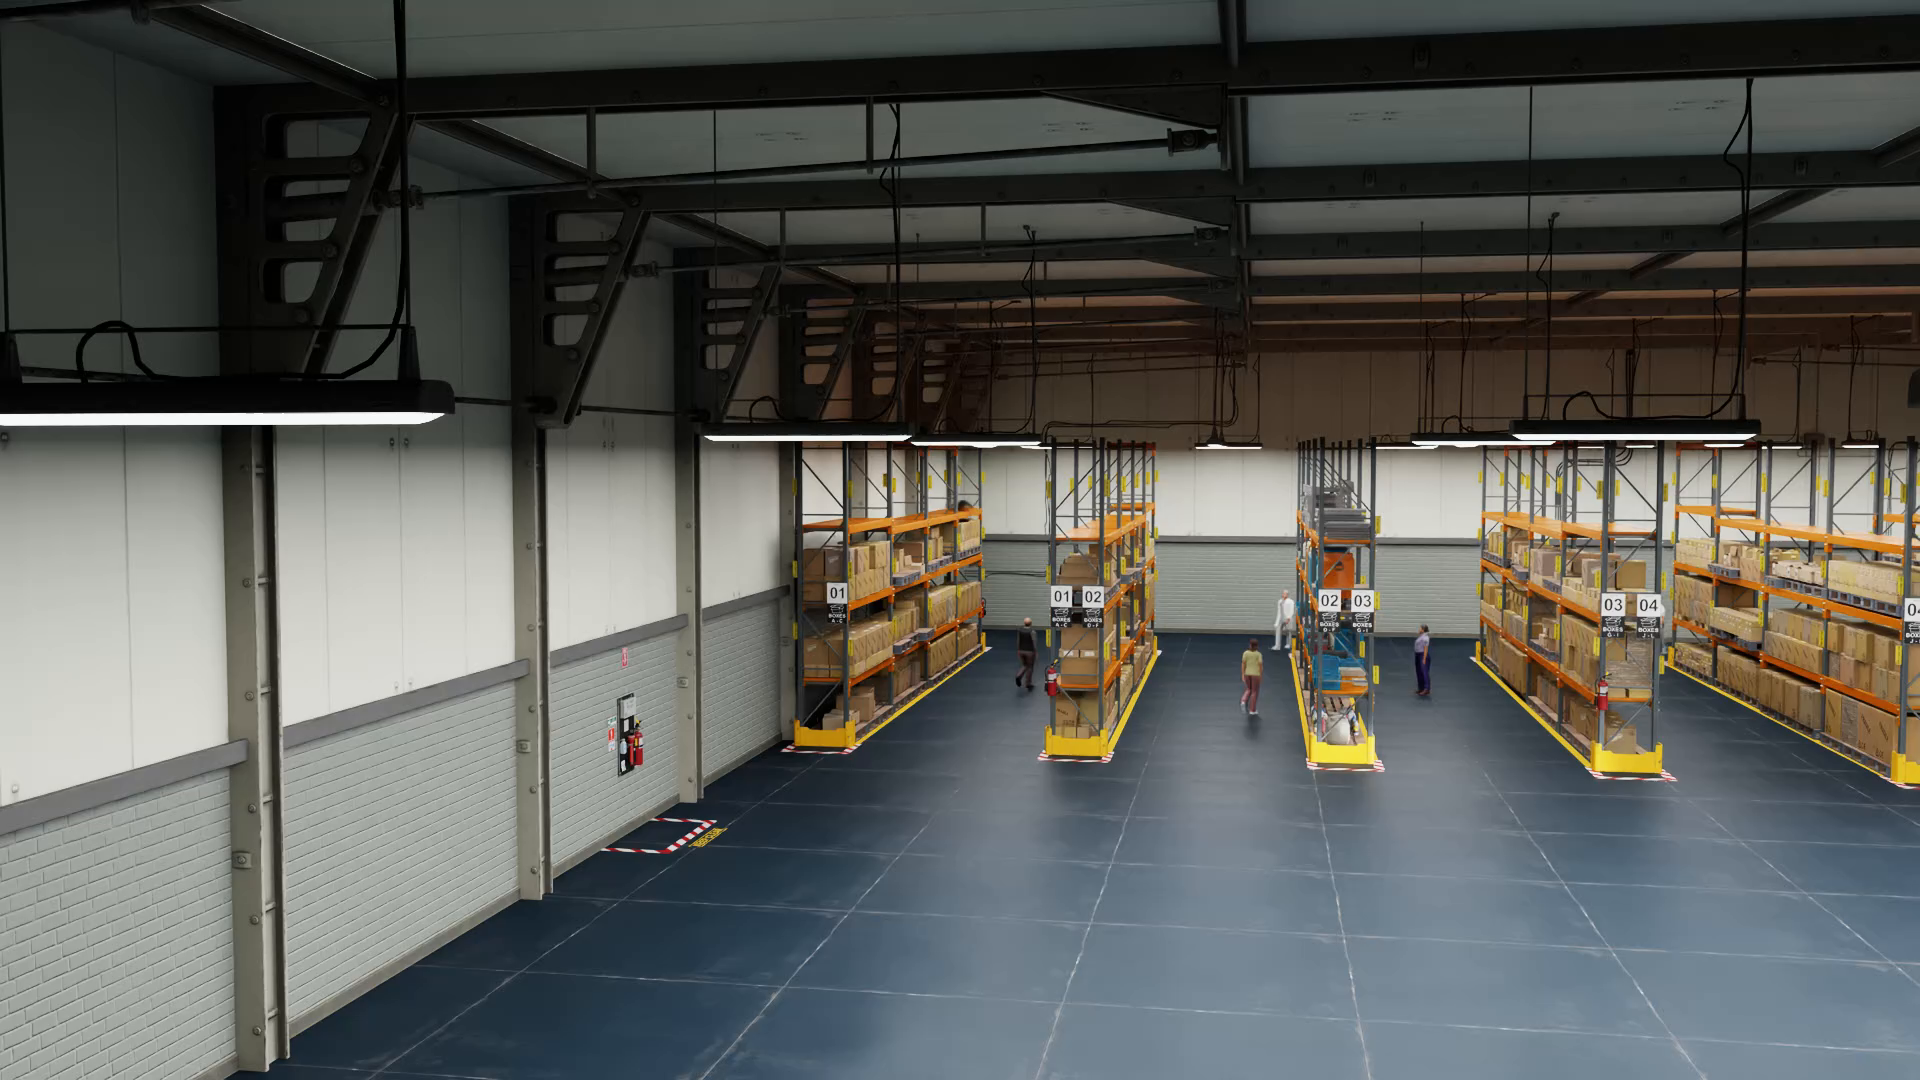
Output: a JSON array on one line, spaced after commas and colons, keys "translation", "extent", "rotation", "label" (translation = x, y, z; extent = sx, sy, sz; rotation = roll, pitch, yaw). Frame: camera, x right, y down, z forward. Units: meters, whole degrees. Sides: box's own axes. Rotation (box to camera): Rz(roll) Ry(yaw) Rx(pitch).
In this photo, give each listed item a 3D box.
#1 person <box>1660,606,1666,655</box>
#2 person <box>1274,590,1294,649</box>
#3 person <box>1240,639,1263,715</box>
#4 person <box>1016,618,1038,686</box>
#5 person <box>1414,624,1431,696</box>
[{"translation": [19.389, 2.413, 46.330], "extent": [0.505, 1.722, 1.039], "rotation": [3, 4, 41], "label": "person"}, {"translation": [9.363, 2.282, 47.940], "extent": [0.558, 1.670, 0.912], "rotation": [1, 3, 22], "label": "person"}, {"translation": [6.354, 2.966, 36.093], "extent": [0.484, 1.662, 0.445], "rotation": [-3, 4, -44], "label": "person"}, {"translation": [1.623, 2.699, 40.182], "extent": [0.467, 1.654, 0.532], "rotation": [-3, 4, -44], "label": "person"}, {"translation": [10.940, 2.822, 39.360], "extent": [0.387, 1.657, 0.546], "rotation": [-1, 3, -11], "label": "person"}]
